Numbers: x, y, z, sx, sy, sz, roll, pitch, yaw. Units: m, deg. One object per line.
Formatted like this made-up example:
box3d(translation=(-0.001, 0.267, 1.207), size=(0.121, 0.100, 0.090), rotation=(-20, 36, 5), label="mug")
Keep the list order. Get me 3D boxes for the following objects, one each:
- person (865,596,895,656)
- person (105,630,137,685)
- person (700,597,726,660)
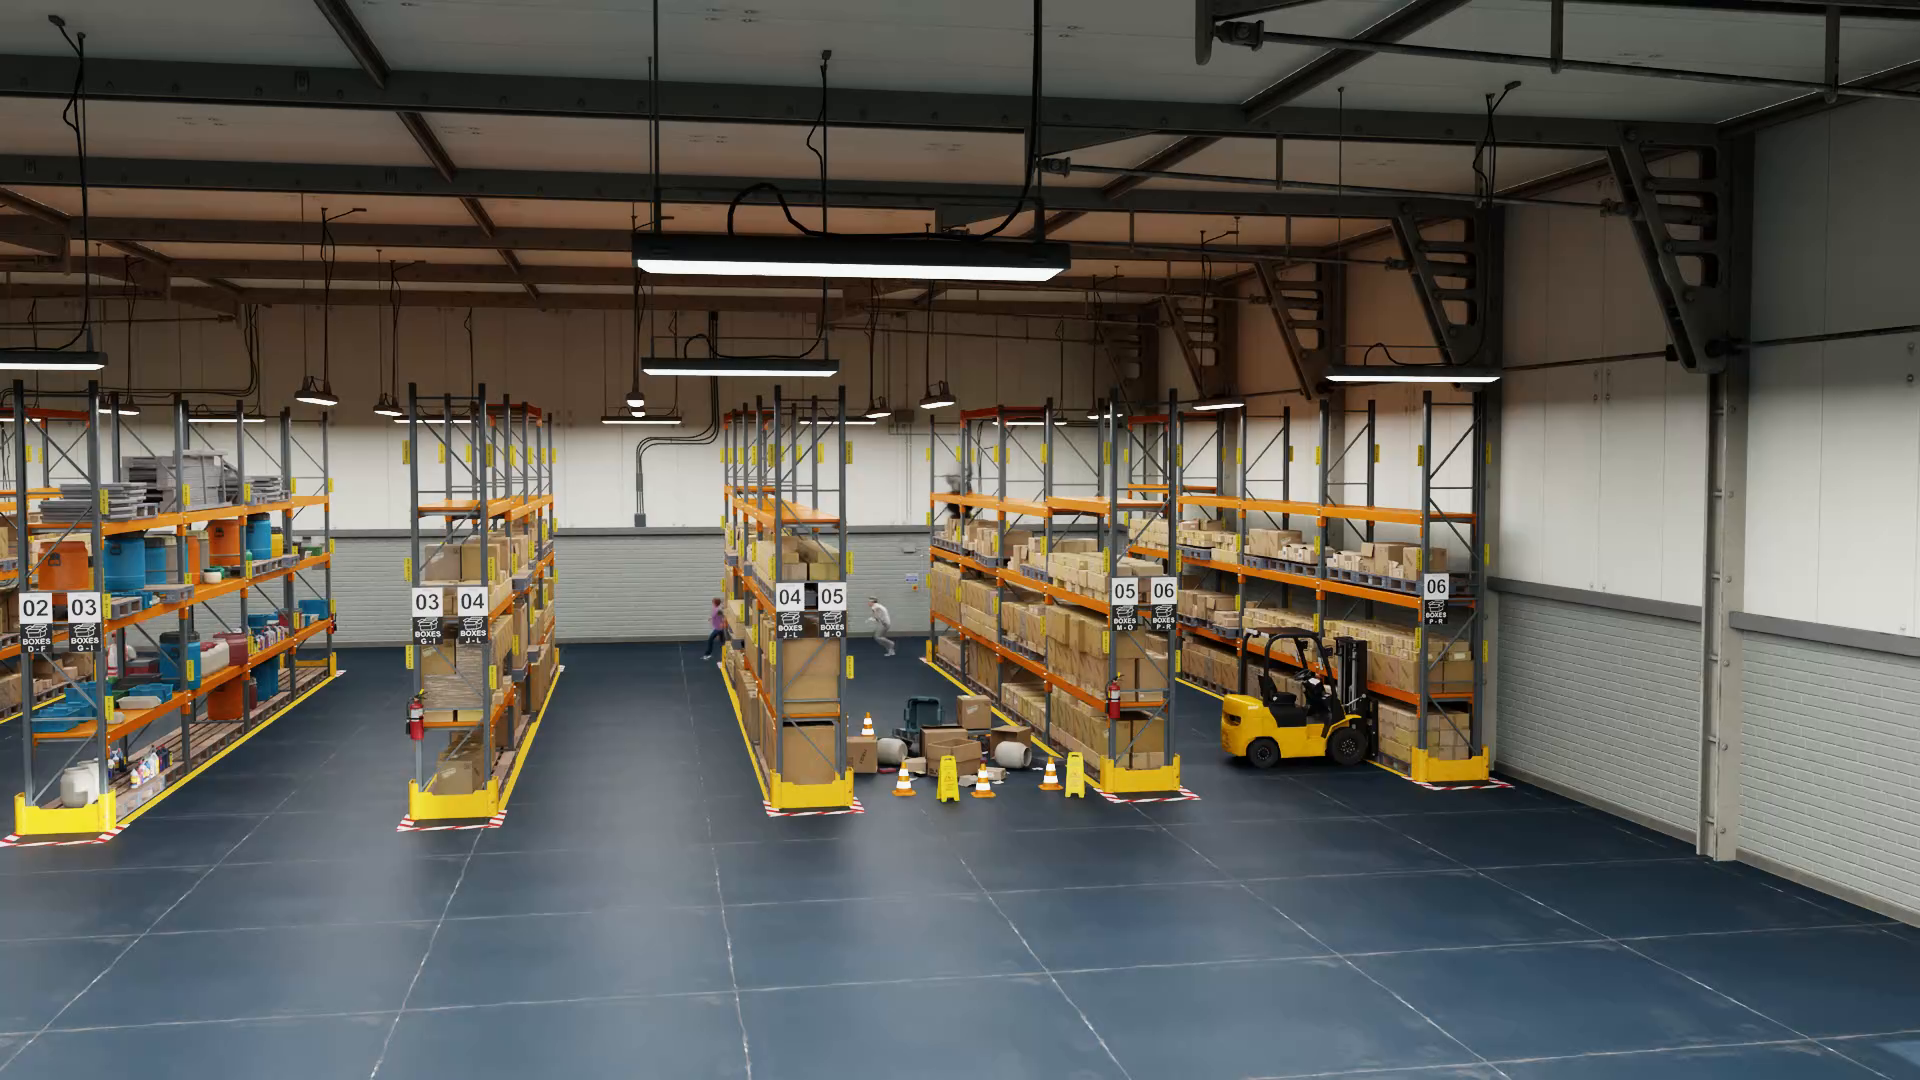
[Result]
box3d(translation=(-1.991, 2.157, 41.470), size=(0.756, 1.506, 0.634), rotation=(0, 3, -5), label="person")
box3d(translation=(-15.444, 2.509, 30.501), size=(0.650, 1.756, 0.909), rotation=(-1, 3, -18), label="person")
box3d(translation=(-5.896, 2.167, 40.658), size=(0.866, 1.559, 0.648), rotation=(-1, 3, -18), label="person")
